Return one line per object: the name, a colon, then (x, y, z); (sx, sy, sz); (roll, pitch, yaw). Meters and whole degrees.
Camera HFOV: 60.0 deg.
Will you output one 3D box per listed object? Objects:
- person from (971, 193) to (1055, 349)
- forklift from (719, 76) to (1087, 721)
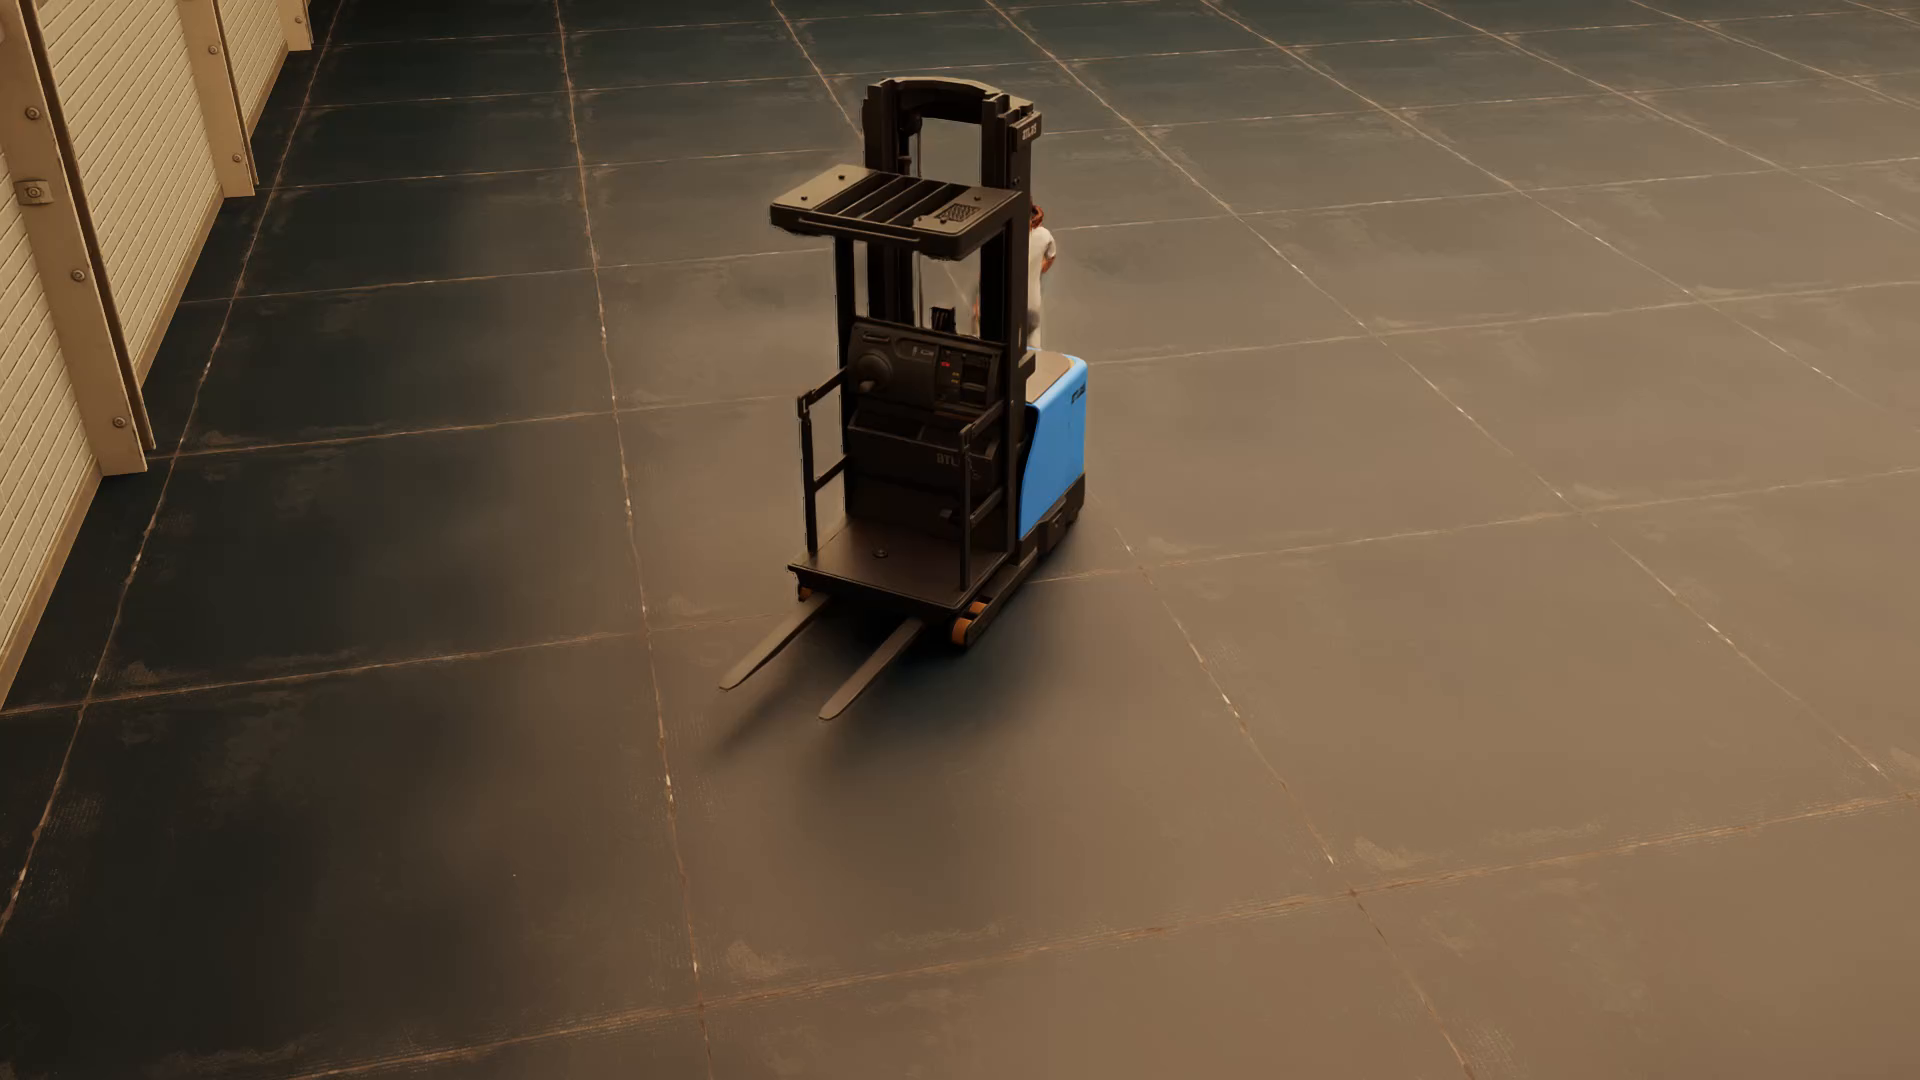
person: (0.366, -1.771, 11.997); (0.705, 1.575, 0.545); (-10, 31, -16)
forklift: (-0.299, -0.911, 9.149); (1.130, 2.935, 3.031); (14, 33, 23)
